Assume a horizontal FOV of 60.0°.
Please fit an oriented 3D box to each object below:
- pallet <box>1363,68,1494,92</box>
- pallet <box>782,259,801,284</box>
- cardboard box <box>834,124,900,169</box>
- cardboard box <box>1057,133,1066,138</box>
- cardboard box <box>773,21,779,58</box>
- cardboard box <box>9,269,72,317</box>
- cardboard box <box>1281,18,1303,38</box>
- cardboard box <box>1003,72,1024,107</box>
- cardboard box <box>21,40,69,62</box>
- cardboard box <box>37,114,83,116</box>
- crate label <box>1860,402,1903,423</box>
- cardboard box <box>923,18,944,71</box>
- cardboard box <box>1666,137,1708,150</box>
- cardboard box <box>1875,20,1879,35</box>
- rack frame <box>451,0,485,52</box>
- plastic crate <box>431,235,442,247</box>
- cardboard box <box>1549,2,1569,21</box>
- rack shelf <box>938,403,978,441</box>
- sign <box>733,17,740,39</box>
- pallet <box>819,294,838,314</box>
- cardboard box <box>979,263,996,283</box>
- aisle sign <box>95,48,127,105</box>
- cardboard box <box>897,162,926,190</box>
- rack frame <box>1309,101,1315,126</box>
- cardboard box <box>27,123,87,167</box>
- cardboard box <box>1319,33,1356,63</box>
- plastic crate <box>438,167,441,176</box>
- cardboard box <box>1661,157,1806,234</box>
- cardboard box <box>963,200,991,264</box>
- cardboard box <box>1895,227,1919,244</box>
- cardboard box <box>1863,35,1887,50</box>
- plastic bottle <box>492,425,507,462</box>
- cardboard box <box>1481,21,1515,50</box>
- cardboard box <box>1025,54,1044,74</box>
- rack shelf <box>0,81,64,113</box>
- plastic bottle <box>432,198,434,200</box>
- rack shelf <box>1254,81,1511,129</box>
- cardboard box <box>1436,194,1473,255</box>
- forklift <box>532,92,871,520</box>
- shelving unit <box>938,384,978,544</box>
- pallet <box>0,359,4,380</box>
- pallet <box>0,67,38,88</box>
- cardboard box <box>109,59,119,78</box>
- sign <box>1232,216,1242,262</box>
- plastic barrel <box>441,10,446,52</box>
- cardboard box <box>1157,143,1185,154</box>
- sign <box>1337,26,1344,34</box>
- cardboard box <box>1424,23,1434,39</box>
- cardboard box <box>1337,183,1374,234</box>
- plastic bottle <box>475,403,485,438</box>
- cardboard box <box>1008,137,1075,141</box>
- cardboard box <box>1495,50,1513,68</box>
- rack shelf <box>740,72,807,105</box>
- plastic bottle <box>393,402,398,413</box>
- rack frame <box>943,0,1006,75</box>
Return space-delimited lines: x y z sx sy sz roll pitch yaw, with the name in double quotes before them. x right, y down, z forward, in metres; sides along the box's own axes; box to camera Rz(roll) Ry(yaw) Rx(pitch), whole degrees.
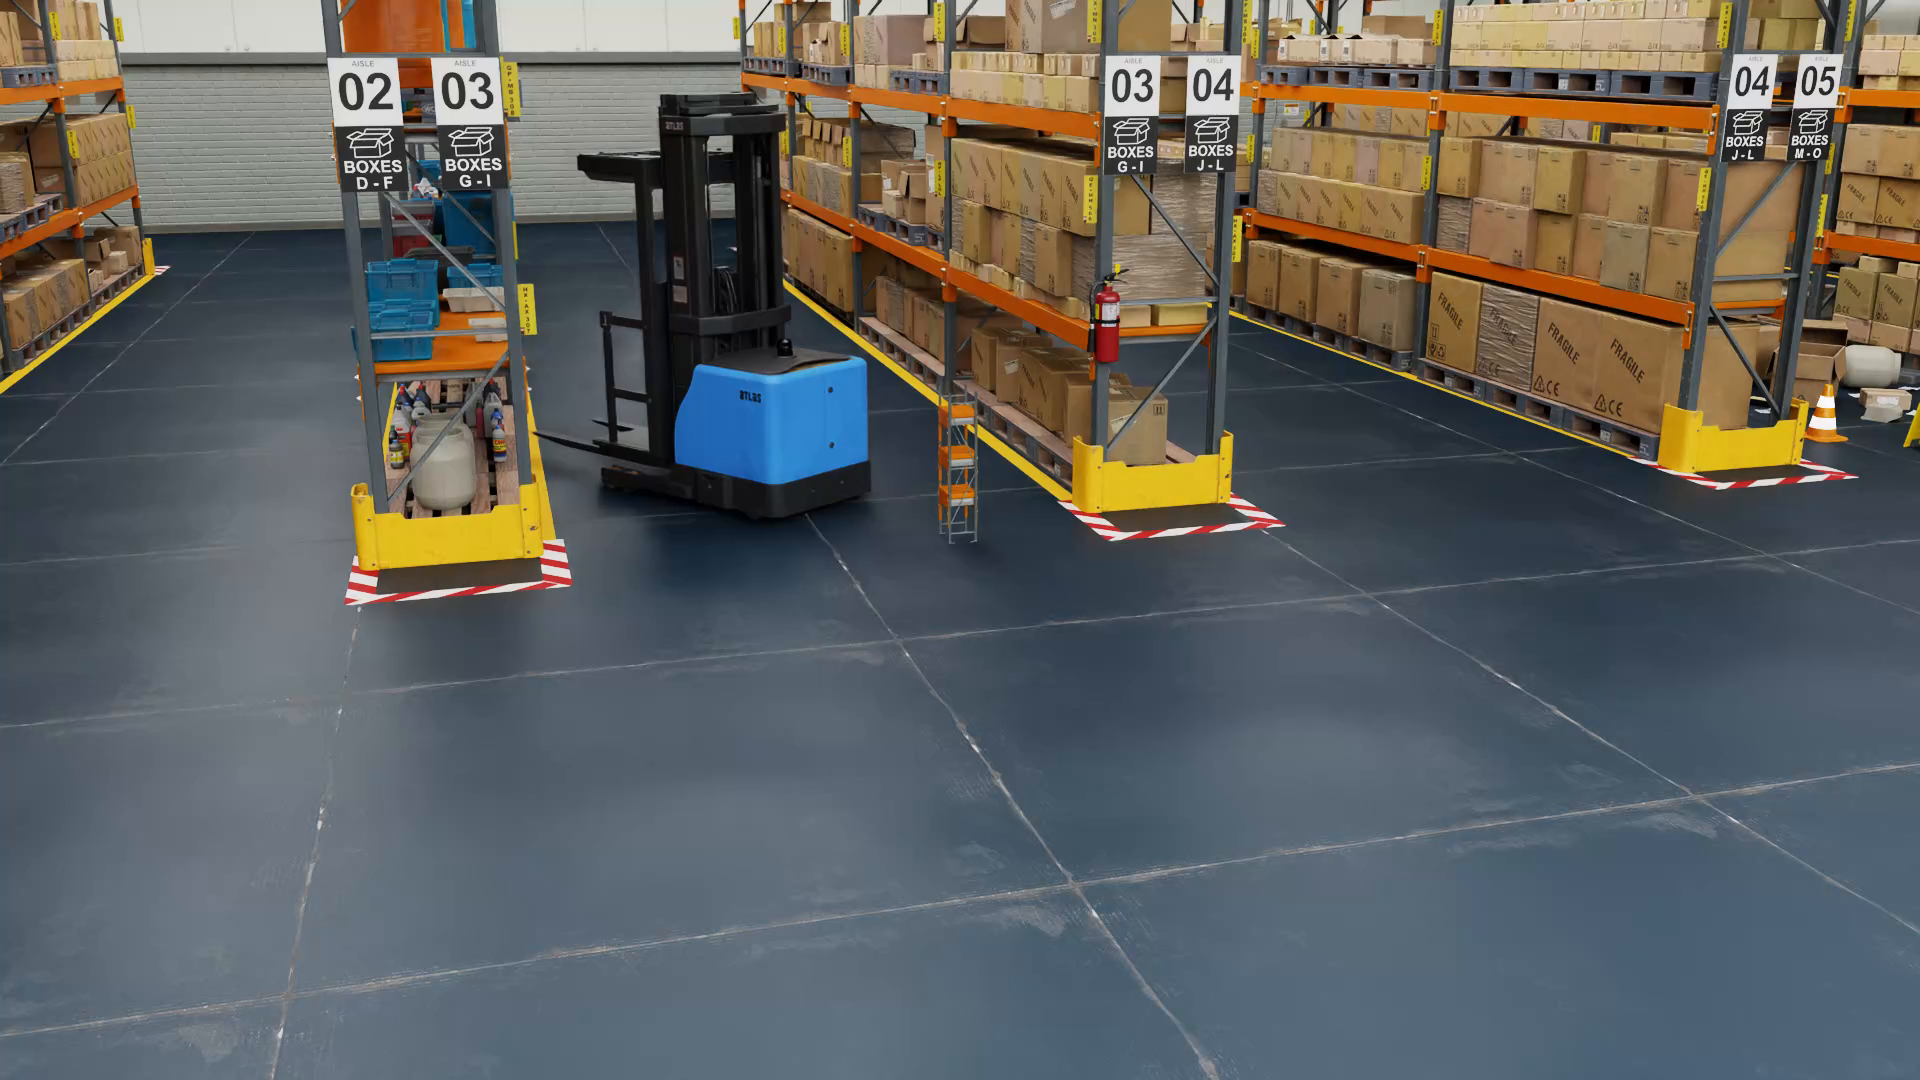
"pallet" 4.845 -4.766 17.222 0.805 0.209 1.217 -5 18 -17
"pallet" -1.984 -3.901 24.071 1.003 0.211 1.213 -5 17 -15
"cardboard box" -1.113 -4.826 20.385 0.797 0.503 0.637 -4 17 -14
"cardboard box" 1.876 -6.389 26.815 0.500 0.500 0.500 -5 17 -15
"cardboard box" -2.267 -7.114 23.630 0.700 0.500 0.500 -4 17 -12
"cardboard box" -10.700 -2.861 19.343 0.500 0.500 0.500 -4 17 -15
"cardboard box" 4.058 -6.405 20.842 0.396 0.266 0.258 -5 17 -15
"cardboard box" 0.655 -3.597 13.261 0.500 0.250 0.500 -5 17 -16
"cardboard box" -11.271 -5.996 20.376 0.500 0.250 0.500 -5 17 -15
"cardboard box" -12.607 -5.727 23.392 0.500 0.500 0.500 -4 17 -14
"crate label" 8.368 -1.161 15.078 0.298 0.136 0.250 16 23 42
"cardboard box" 0.054 -4.892 16.402 0.797 0.503 0.637 -4 17 -13
"cardboard box" 8.981 -4.656 20.316 0.500 0.500 0.500 -4 17 -14
"cardboard box" 9.955 -5.726 18.748 0.500 0.250 0.500 -5 17 -16
"rack frame" -4.414 -5.288 13.416 1.000 3.000 0.127 -5 17 -15
"plastic crate" -5.164 -2.773 15.839 0.450 0.188 0.662 -5 17 -15
"cardboard box" 5.336 -4.570 14.384 0.380 0.149 0.250 -5 17 -16
"rack shelf" -0.015 -0.779 11.272 0.215 0.259 0.240 -5 17 -15
"sign" -3.485 -7.977 25.923 0.100 0.325 0.005 -5 17 -15
"pallet" -1.227 -3.139 21.534 1.003 0.211 1.213 -5 17 -15
"cardboard box" 0.376 -2.325 14.416 0.380 0.149 0.250 -5 17 -15
"aisle sign" -12.200 -6.632 23.798 0.394 0.787 0.004 -5 17 -15
"cardboard box" -0.315 -3.870 18.216 0.700 0.500 0.500 -2 17 -7
"rack frame" 6.579 -6.910 29.241 1.000 3.000 0.127 -5 17 -15
"cardboard box" -11.235 -4.917 20.695 0.500 0.500 0.500 -4 17 -14
"cardboard box" 4.312 -5.422 18.326 0.500 0.311 0.500 -5 17 -16
"plastic crate" -7.516 -5.142 23.541 0.416 0.233 0.300 -5 17 -15
"cardboard box" 6.179 -2.759 13.286 0.875 0.550 0.550 -5 17 -15
"cardboard box" 0.516 -2.727 14.625 0.875 0.500 0.500 -5 17 -15
"cardboard box" 9.911 -3.150 17.160 0.380 0.149 0.250 -4 17 -14
"cardboard box" 9.649 -5.176 17.304 0.380 0.149 0.250 -5 17 -16
"plastic bottle" -3.514 -0.739 12.676 0.097 0.271 0.097 0 17 0
"cardboard box" 5.150 -4.630 15.279 0.500 0.250 0.500 -5 17 -16
"cardboard box" 0.720 -3.669 12.805 0.380 0.149 0.250 -6 18 -18
"rack shelf" -10.827 -4.776 18.175 1.077 0.370 4.000 -5 17 -15
"plastic bottle" -6.419 -4.070 20.131 0.097 0.201 0.097 0 17 0
"rack shelf" 4.595 -4.816 18.308 1.077 0.370 4.000 -5 17 -15
"cardboard box" 5.258 -3.142 16.436 0.875 0.550 0.550 -5 17 -15
"forklift" -2.125 -1.870 12.582 3.031 2.935 1.130 13 21 38
"shelving unit" -0.015 -0.518 11.350 0.215 1.050 0.252 -5 17 -15
"pallet" -10.088 -1.565 16.295 1.003 0.211 1.213 -5 17 -15
"pallet" -10.977 -5.112 18.367 1.213 0.211 1.003 -5 17 -15
"cardboard box" -12.081 -6.587 23.215 0.500 0.250 0.500 -5 17 -15
"sign" 1.969 -2.158 11.917 0.100 0.325 0.005 -5 17 -15
"plastic barrel" -3.750 -3.342 11.093 0.600 0.588 0.600 0 17 0
"cardboard box" 2.900 -5.317 22.610 0.380 0.149 0.250 -5 17 -16
"sign" 4.581 -6.041 20.099 0.100 0.325 0.005 -5 17 -15
"cardboard box" 7.276 -7.909 26.270 0.797 0.503 0.637 -3 17 -11
"cardboard box" 4.467 -3.622 18.121 0.500 0.500 0.500 -5 17 -15
"plastic bottle" -3.880 -0.973 13.436 0.061 0.283 0.133 -5 17 -15
"cardboard box" 0.736 -3.373 15.039 0.500 0.500 0.500 -5 17 -15
"cardboard box" 5.127 -4.399 15.201 0.380 0.149 0.250 -5 17 -16
"rack shelf" -2.400 -6.665 24.463 1.077 0.370 4.000 -5 17 -15
"plastic bottle" -4.534 -0.968 13.417 0.061 0.283 0.133 -4 17 -13
"rack frame" 0.348 -5.680 14.719 1.000 3.000 0.127 -5 17 -15
